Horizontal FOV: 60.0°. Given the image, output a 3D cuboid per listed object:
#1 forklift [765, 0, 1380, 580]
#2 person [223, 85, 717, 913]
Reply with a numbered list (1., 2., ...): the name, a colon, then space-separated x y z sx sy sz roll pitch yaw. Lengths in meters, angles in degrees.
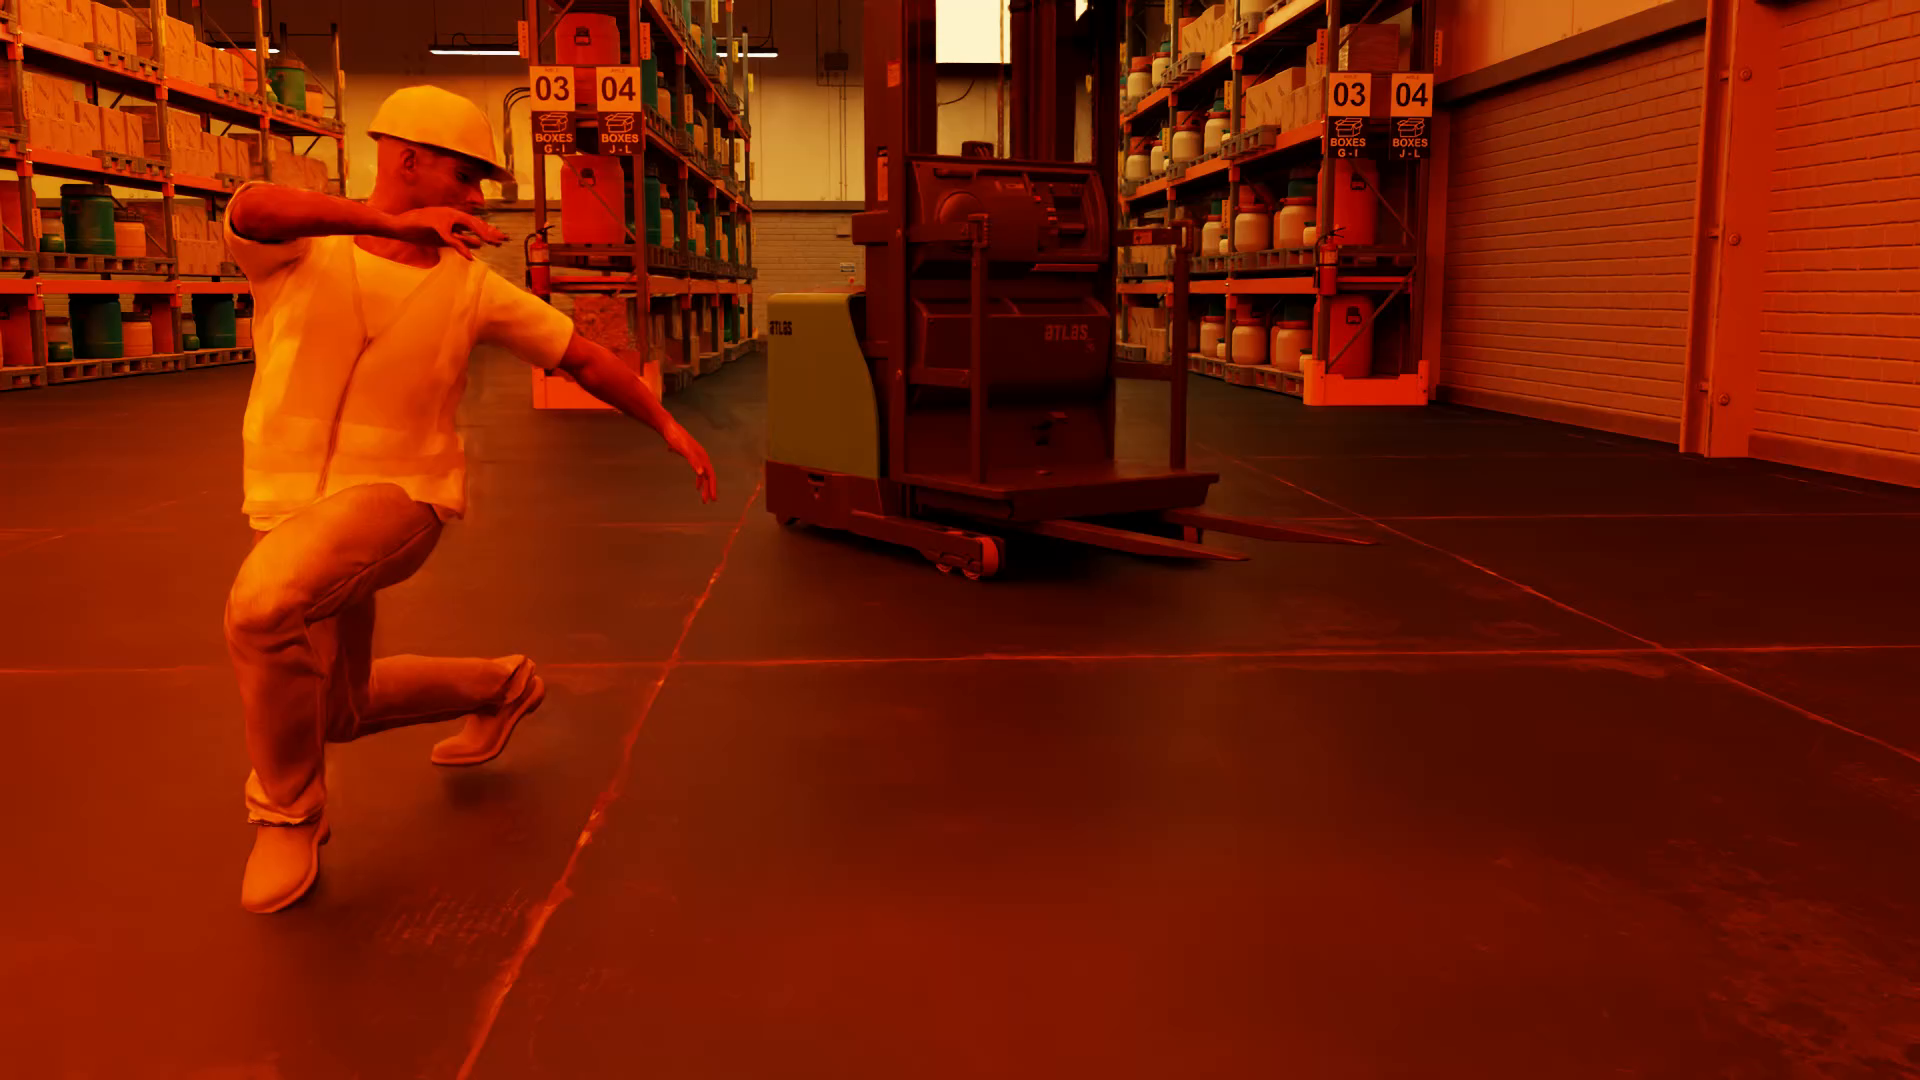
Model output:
1. forklift: 0.334 -1.378 6.612 1.130 2.935 3.031 -6 10 -33
2. person: -0.986 -0.139 3.267 0.853 1.494 0.988 1 8 5
